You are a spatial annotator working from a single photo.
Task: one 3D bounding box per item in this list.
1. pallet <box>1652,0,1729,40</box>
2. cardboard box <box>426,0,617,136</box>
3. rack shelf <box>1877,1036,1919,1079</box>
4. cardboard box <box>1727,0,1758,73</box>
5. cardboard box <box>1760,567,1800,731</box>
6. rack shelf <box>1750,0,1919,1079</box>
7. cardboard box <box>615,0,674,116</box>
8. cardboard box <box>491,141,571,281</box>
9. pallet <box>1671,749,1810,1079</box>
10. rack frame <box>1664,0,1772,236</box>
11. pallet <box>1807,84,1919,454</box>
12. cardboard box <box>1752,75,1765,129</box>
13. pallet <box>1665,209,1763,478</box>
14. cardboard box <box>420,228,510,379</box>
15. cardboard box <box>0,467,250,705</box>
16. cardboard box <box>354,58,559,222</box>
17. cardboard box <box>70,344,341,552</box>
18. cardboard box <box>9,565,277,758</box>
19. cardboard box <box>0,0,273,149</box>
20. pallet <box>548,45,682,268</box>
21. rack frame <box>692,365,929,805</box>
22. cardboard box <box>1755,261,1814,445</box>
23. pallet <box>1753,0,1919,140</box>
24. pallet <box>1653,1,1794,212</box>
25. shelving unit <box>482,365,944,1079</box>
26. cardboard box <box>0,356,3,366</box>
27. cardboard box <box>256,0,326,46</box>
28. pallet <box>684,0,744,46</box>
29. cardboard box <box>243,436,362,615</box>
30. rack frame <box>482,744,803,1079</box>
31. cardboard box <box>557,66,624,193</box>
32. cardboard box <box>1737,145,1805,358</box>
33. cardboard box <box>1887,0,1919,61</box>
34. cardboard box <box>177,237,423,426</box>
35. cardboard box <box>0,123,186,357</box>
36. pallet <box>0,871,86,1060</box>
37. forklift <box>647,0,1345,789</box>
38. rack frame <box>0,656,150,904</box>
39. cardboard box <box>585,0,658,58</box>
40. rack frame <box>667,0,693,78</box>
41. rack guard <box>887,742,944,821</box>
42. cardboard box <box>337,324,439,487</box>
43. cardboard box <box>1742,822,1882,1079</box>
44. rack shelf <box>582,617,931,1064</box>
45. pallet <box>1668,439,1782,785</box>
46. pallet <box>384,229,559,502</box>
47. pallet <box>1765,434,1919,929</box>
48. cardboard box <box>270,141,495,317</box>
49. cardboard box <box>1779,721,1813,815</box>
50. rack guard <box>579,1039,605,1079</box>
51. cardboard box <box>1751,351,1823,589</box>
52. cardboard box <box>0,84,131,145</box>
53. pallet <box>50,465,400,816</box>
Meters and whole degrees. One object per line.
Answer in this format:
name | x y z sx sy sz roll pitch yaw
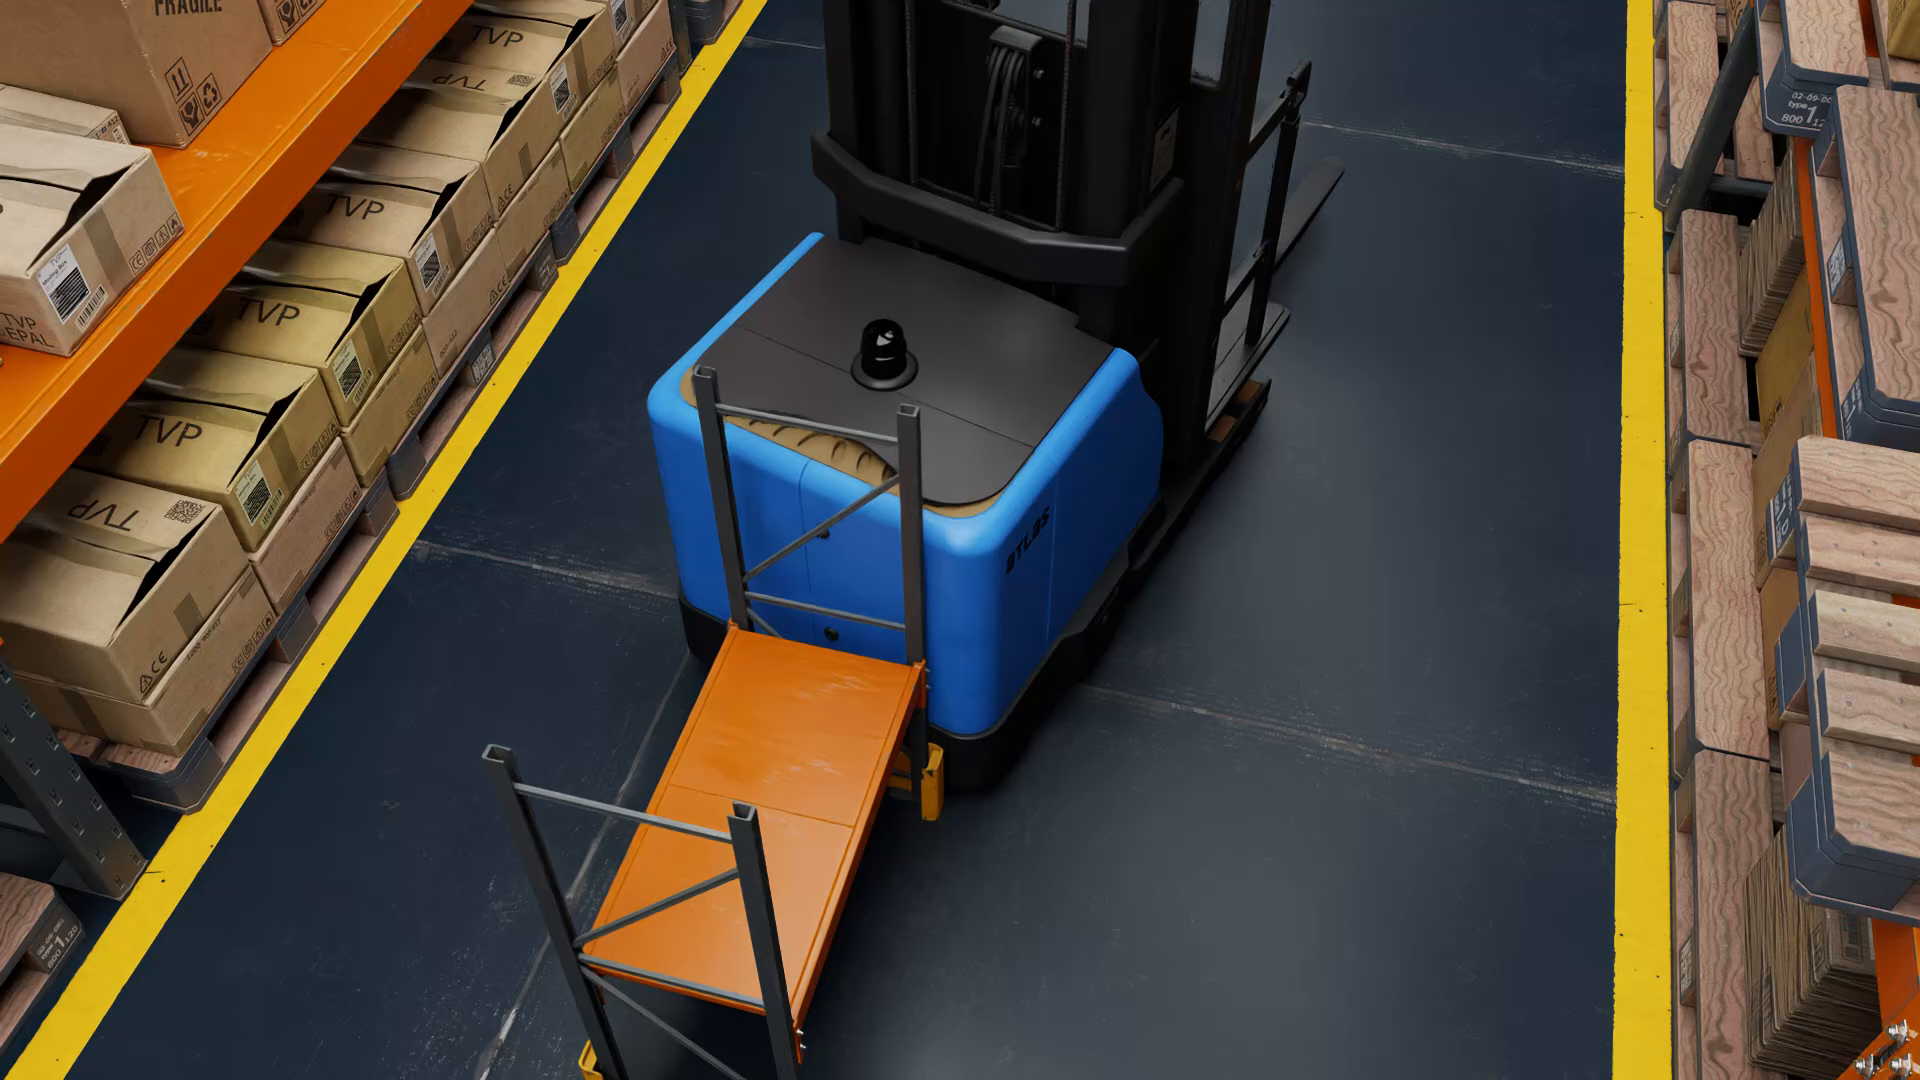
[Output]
pallet | 3.614 -2.548 7.358 1.003 0.211 1.213 12 50 10
cardboard box | -1.589 -1.755 5.978 0.500 0.311 0.500 13 50 11
rack shelf | 1.573 2.485 1.536 1.077 0.370 4.000 12 50 10
cardboard box | 3.386 -2.170 6.538 0.500 0.500 0.500 8 49 7
cardboard box | 2.589 0.236 4.415 0.700 0.500 0.500 11 50 10
rack shelf | 2.625 -0.408 4.089 1.077 0.370 4.000 12 50 10
cardboard box | -1.458 -1.940 6.515 0.500 0.250 0.500 11 50 10
cardboard box | -1.727 -1.204 5.866 0.500 0.250 0.500 13 50 11
pallet | 2.306 1.158 4.087 1.003 0.211 1.213 12 50 10
rack frame | 3.152 -2.093 5.096 1.000 3.000 0.127 12 50 10
pallet | 2.580 -0.576 3.886 1.003 0.211 1.213 12 50 10
cardboard box | 3.264 -1.694 6.340 0.380 0.166 0.250 6 49 5
pallet | 2.948 -0.607 5.645 1.003 0.211 1.213 12 50 10
cardboard box | -1.862 -0.836 5.541 0.500 0.250 0.500 12 50 11
cardboard box | -2.260 0.090 4.350 0.500 0.311 0.500 13 50 11
cardboard box | -1.723 -1.395 5.660 0.500 0.311 0.500 11 50 10
cardboard box | -2.130 -0.292 4.686 0.500 0.311 0.500 10 49 9
cardboard box | -2.260 0.276 4.560 0.500 0.250 0.500 11 50 10
cardboard box | -2.255 -1.424 4.440 0.500 0.500 0.500 9 49 8
pallet | -1.785 -1.604 6.525 1.003 0.211 1.213 12 50 10
rack frame | -0.329 0.179 4.092 0.500 1.500 0.032 11 50 10
cardboard box | 2.886 -0.492 5.057 0.700 0.500 0.500 11 49 9
pallet | 2.810 -1.505 4.706 1.003 0.211 1.213 12 50 10
pallet | 3.294 -1.663 6.577 1.003 0.211 1.213 12 50 10
shelving unit | -0.464 0.553 3.761 0.587 1.500 1.083 11 50 10
cardboard box | -2.543 -0.399 3.661 0.500 0.311 0.500 14 50 12
cardboard box | -2.117 -1.805 4.776 0.500 0.500 0.500 12 50 10
pallet | -1.379 -2.712 7.503 1.003 0.211 1.213 12 50 10
cardboard box | -2.128 -0.088 4.881 0.500 0.250 0.500 10 49 9
rack frame | -0.594 0.915 3.442 0.500 1.500 0.032 11 50 10
cardboard box | -1.593 -1.574 6.192 0.500 0.250 0.500 11 49 9
cardboard box | 2.974 -0.876 5.396 0.700 0.500 0.500 13 50 11
cardboard box | 2.831 -1.507 4.219 0.700 0.500 0.500 16 51 14
cardboard box | -1.993 -0.660 5.012 0.500 0.311 0.500 10 49 9
cardboard box | -2.259 -0.754 3.974 0.500 0.311 0.500 11 49 10
pallet | -2.914 1.281 3.979 1.003 0.211 1.213 12 50 10
forklift | 0.379 -1.387 4.520 1.130 2.935 3.031 24 53 20
rack frame | -2.681 -0.174 3.403 1.000 3.000 0.127 12 50 10
cardboard box | -1.458 -2.133 6.312 0.500 0.311 0.500 12 50 10
rack frame | -1.628 -3.068 5.957 1.000 3.000 0.127 12 50 10
rack guard | -0.335 0.606 4.548 0.587 0.250 0.087 11 50 10
cardboard box | -1.997 -0.465 5.214 0.500 0.250 0.500 10 49 9
cardboard box | 2.238 0.951 3.784 0.700 0.500 0.500 12 50 11
rack shelf | -0.462 0.666 3.902 0.538 0.185 1.000 11 50 10
pallet | 2.629 0.279 4.863 1.003 0.211 1.213 12 50 10
pallet | -2.104 -0.719 5.744 1.003 0.211 1.213 12 50 10
pallet | 2.184 0.327 3.088 1.213 0.211 1.003 12 50 10
cardboard box | -1.859 -1.032 5.340 0.500 0.311 0.500 11 49 10
cardboard box | 2.486 0.601 4.092 0.700 0.500 0.500 11 50 10
rack guard | -0.593 1.328 3.912 0.587 0.250 0.087 11 50 10
cardboard box | 2.713 -0.131 4.739 0.700 0.500 0.500 12 50 10
cardboard box | -2.400 -1.025 4.321 0.380 0.149 0.250 15 50 13
pallet | -2.427 0.161 4.967 1.003 0.211 1.213 12 50 10
